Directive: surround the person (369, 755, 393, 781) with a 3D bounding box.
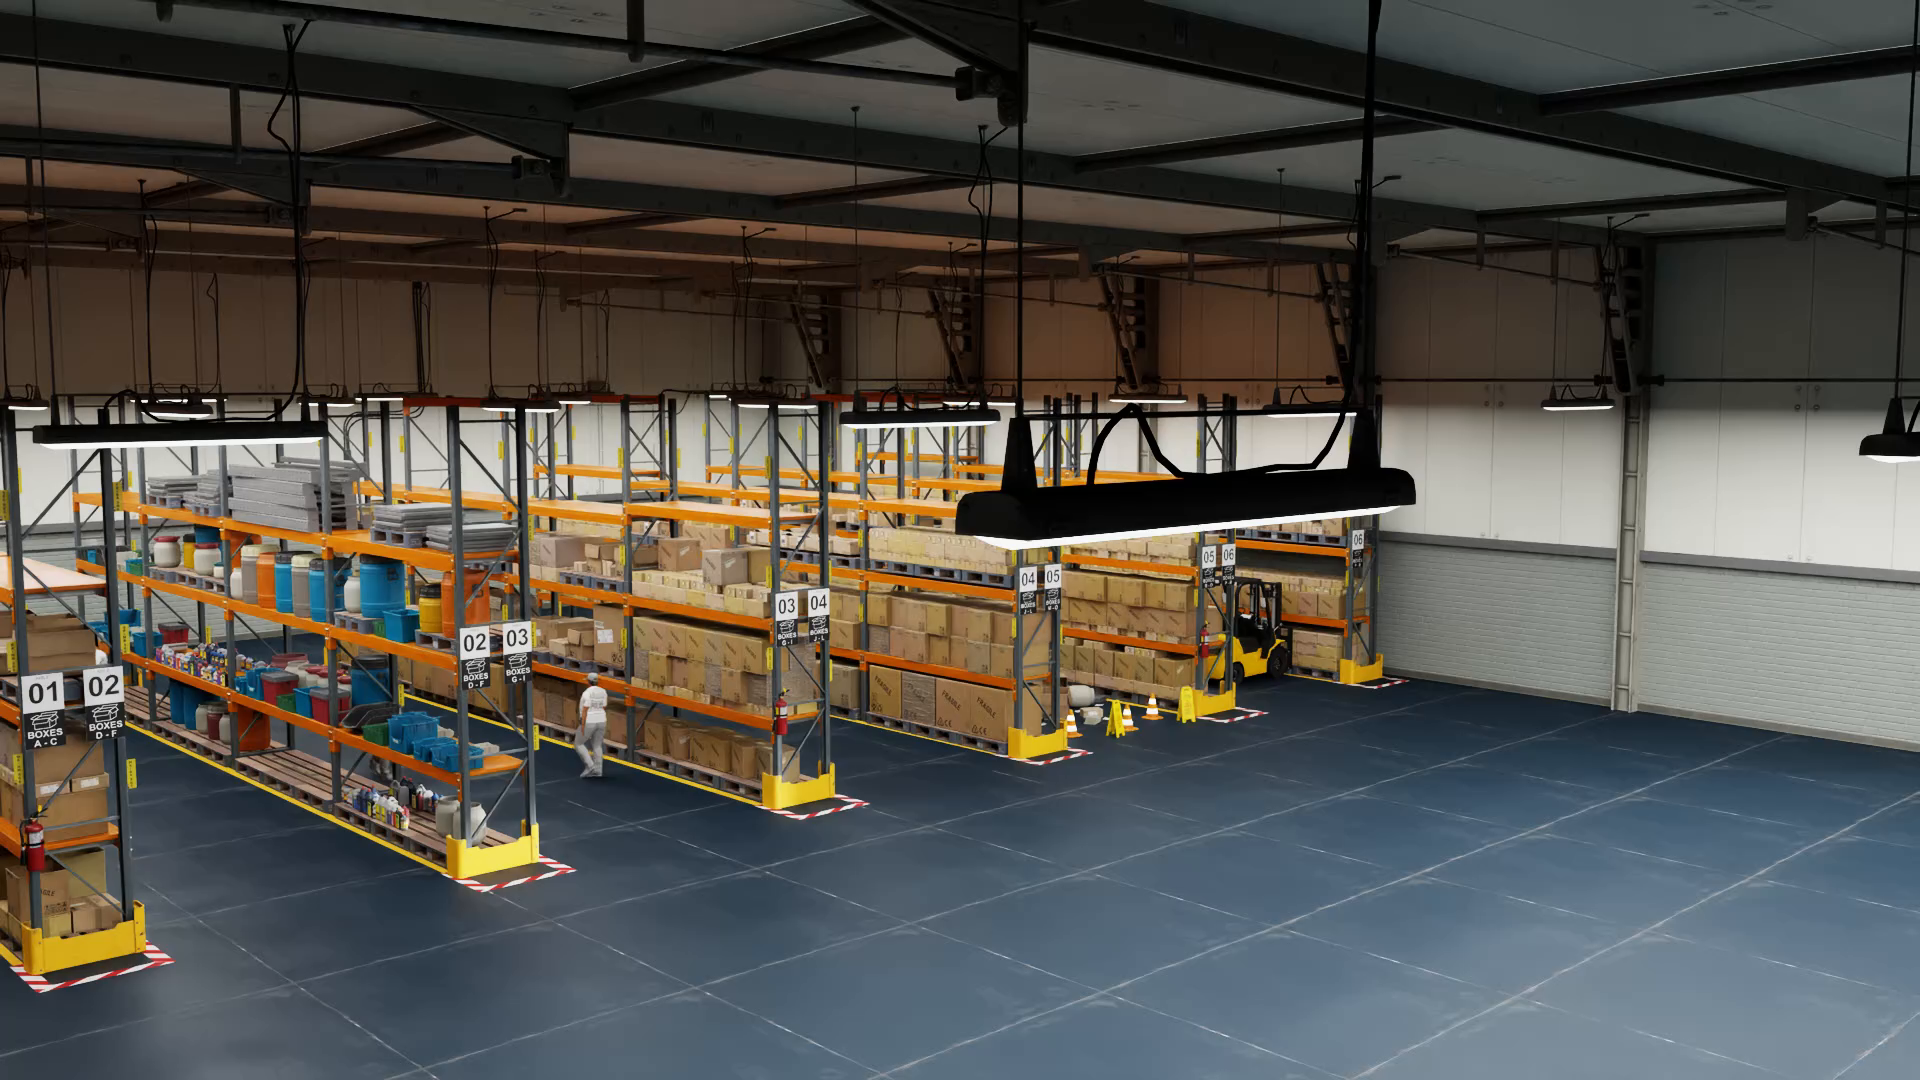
[{"bbox_3d":[-9.186,2.901,26.415,0.760,1.769,0.628,2,6,19],"label":"person"}]

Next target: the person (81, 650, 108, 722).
[{"bbox_3d":[-15.587,2.585,29.795,0.638,1.741,0.879,-3,6,-27],"label":"person"}]

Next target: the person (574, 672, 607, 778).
[{"bbox_3d":[-5.854,2.942,26.456,0.428,1.664,0.551,5,7,40],"label":"person"}]
